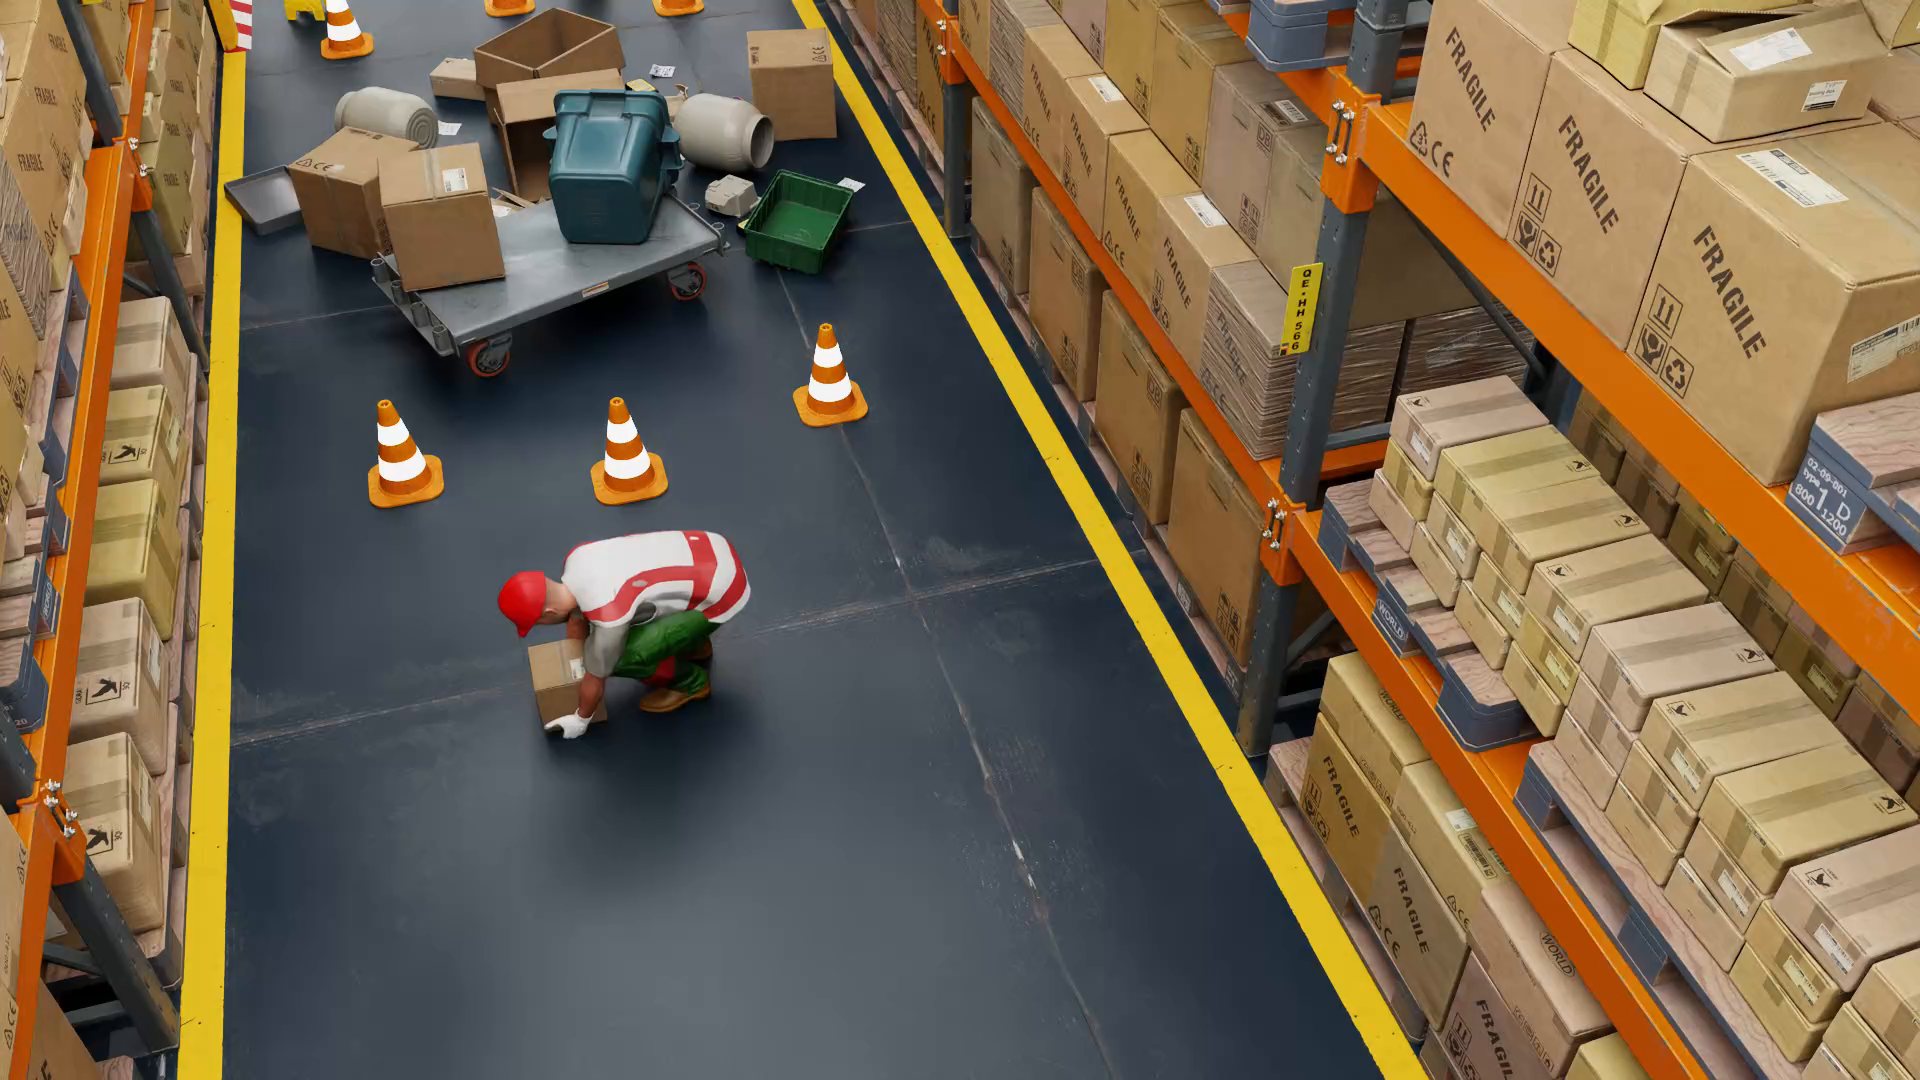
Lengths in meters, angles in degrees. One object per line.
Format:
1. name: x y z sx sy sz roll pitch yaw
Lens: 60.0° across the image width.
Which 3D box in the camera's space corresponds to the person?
1. person: -1.290 0.338 6.559 0.946 0.813 0.534 -13 43 -14
